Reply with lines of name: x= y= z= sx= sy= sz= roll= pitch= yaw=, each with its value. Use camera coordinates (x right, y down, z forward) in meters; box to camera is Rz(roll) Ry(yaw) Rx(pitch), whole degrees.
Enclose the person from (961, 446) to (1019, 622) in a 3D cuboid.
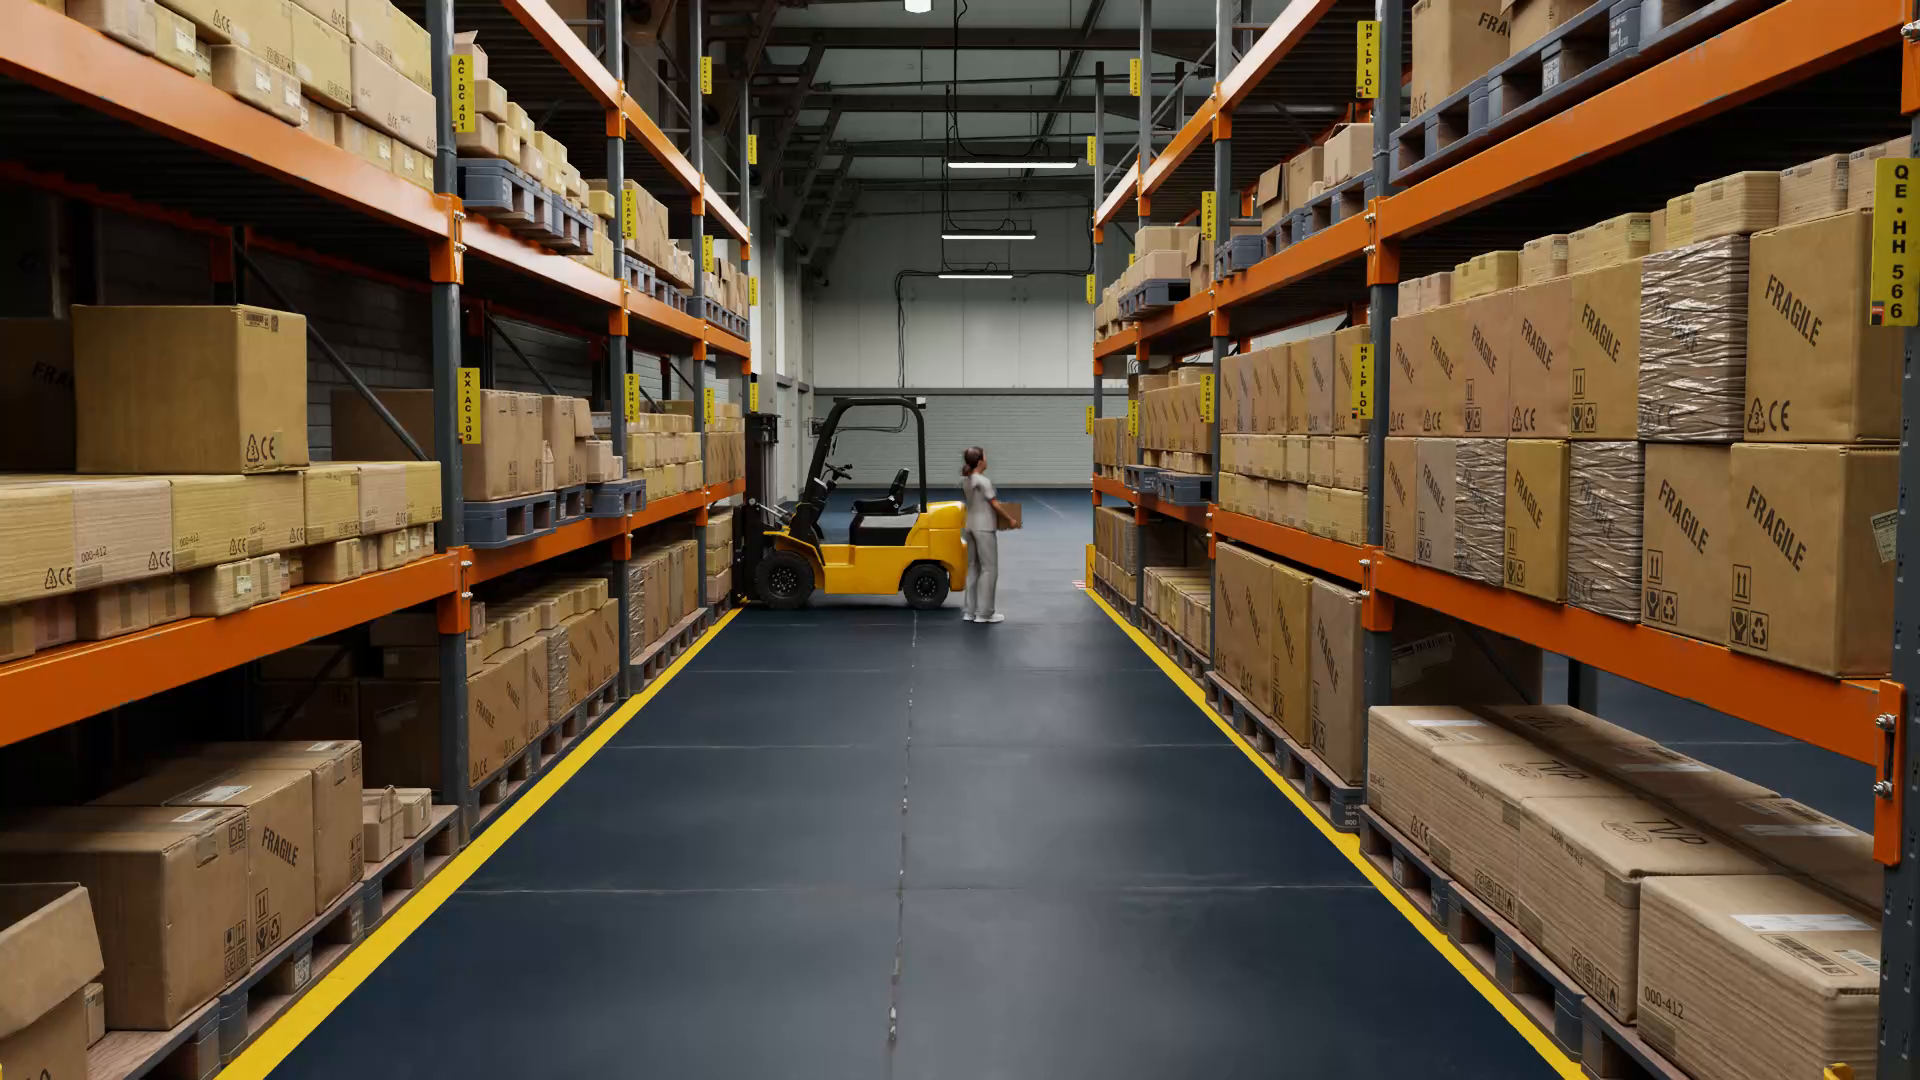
person: x=0.263 y=-0.061 z=15.899 sx=0.548 sy=1.669 sz=0.443 roll=-2 pitch=4 yaw=-29
